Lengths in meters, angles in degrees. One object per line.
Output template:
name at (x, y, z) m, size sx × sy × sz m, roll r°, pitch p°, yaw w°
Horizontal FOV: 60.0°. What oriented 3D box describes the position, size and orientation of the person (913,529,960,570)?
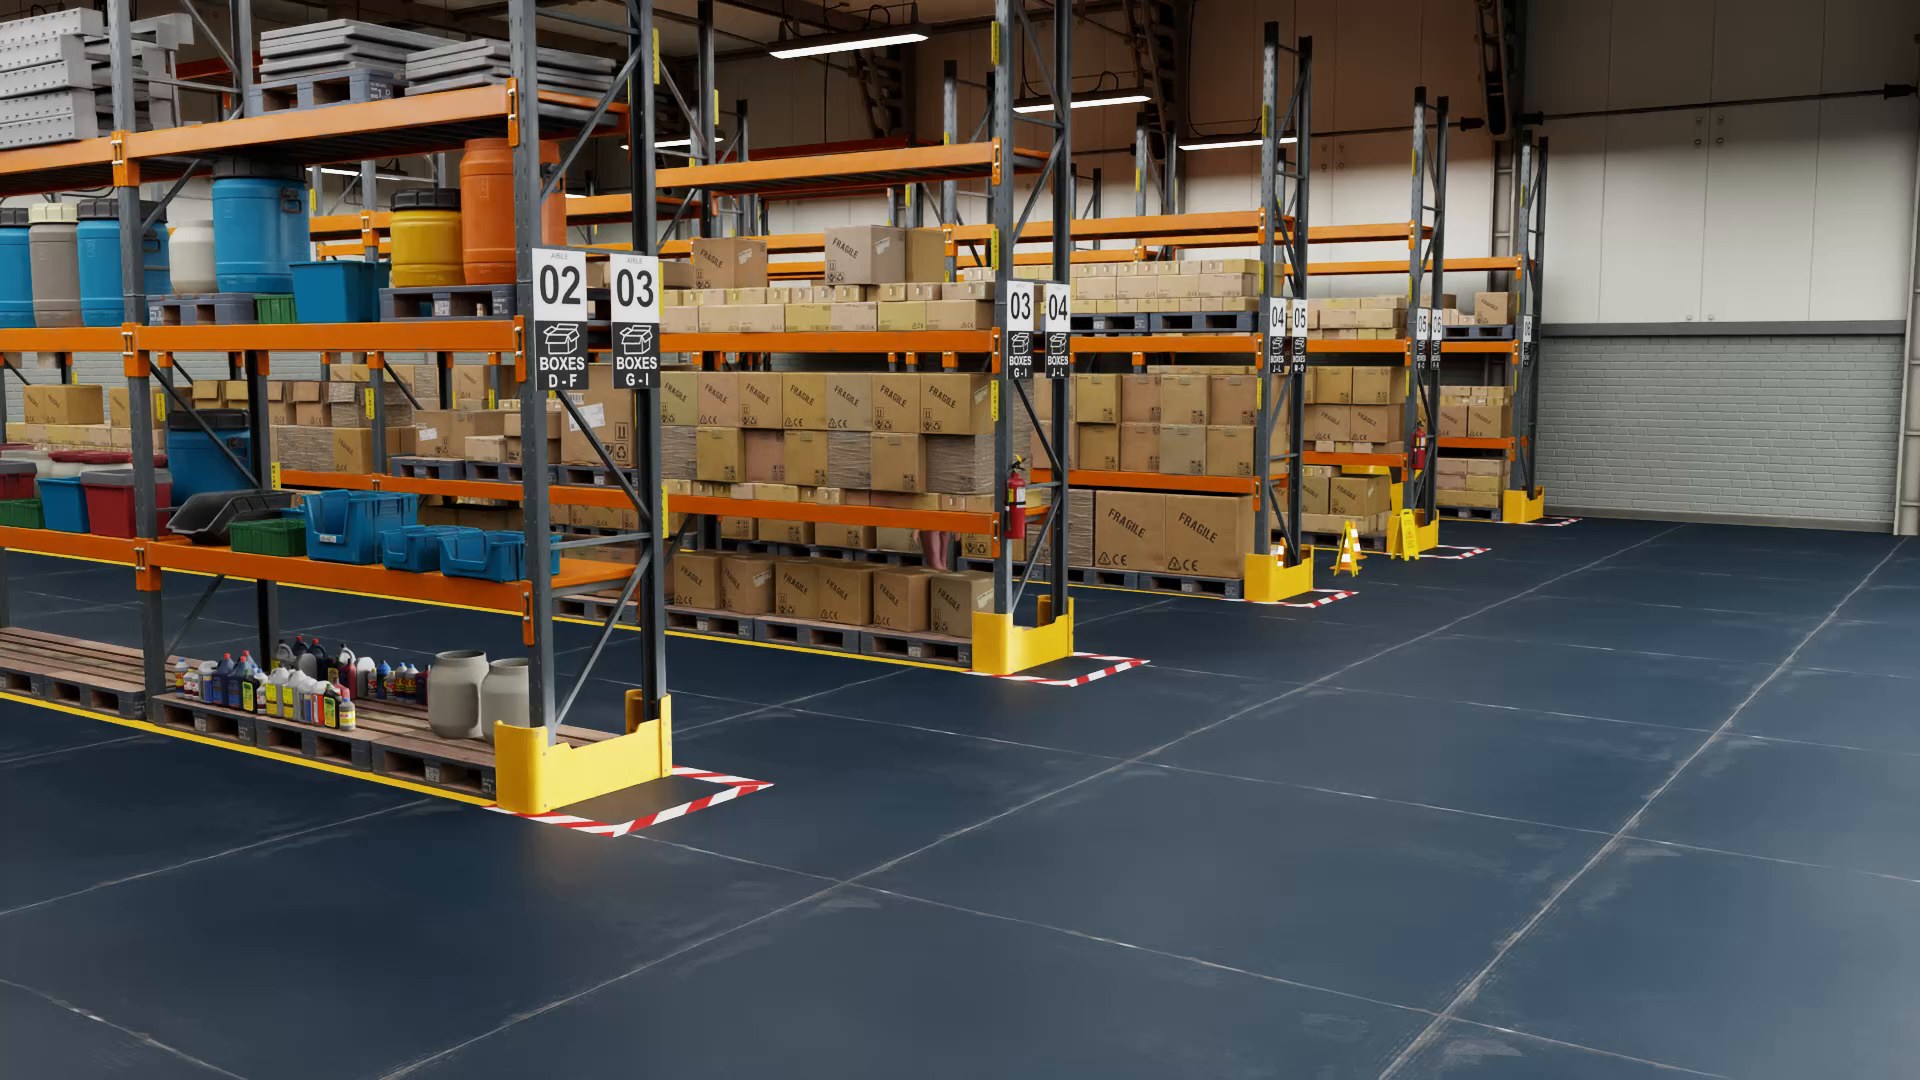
person at (-0.261, -0.110, 16.940) m, size 0.545 × 1.661 × 0.765 m, roll -4°, pitch 7°, yaw -30°
